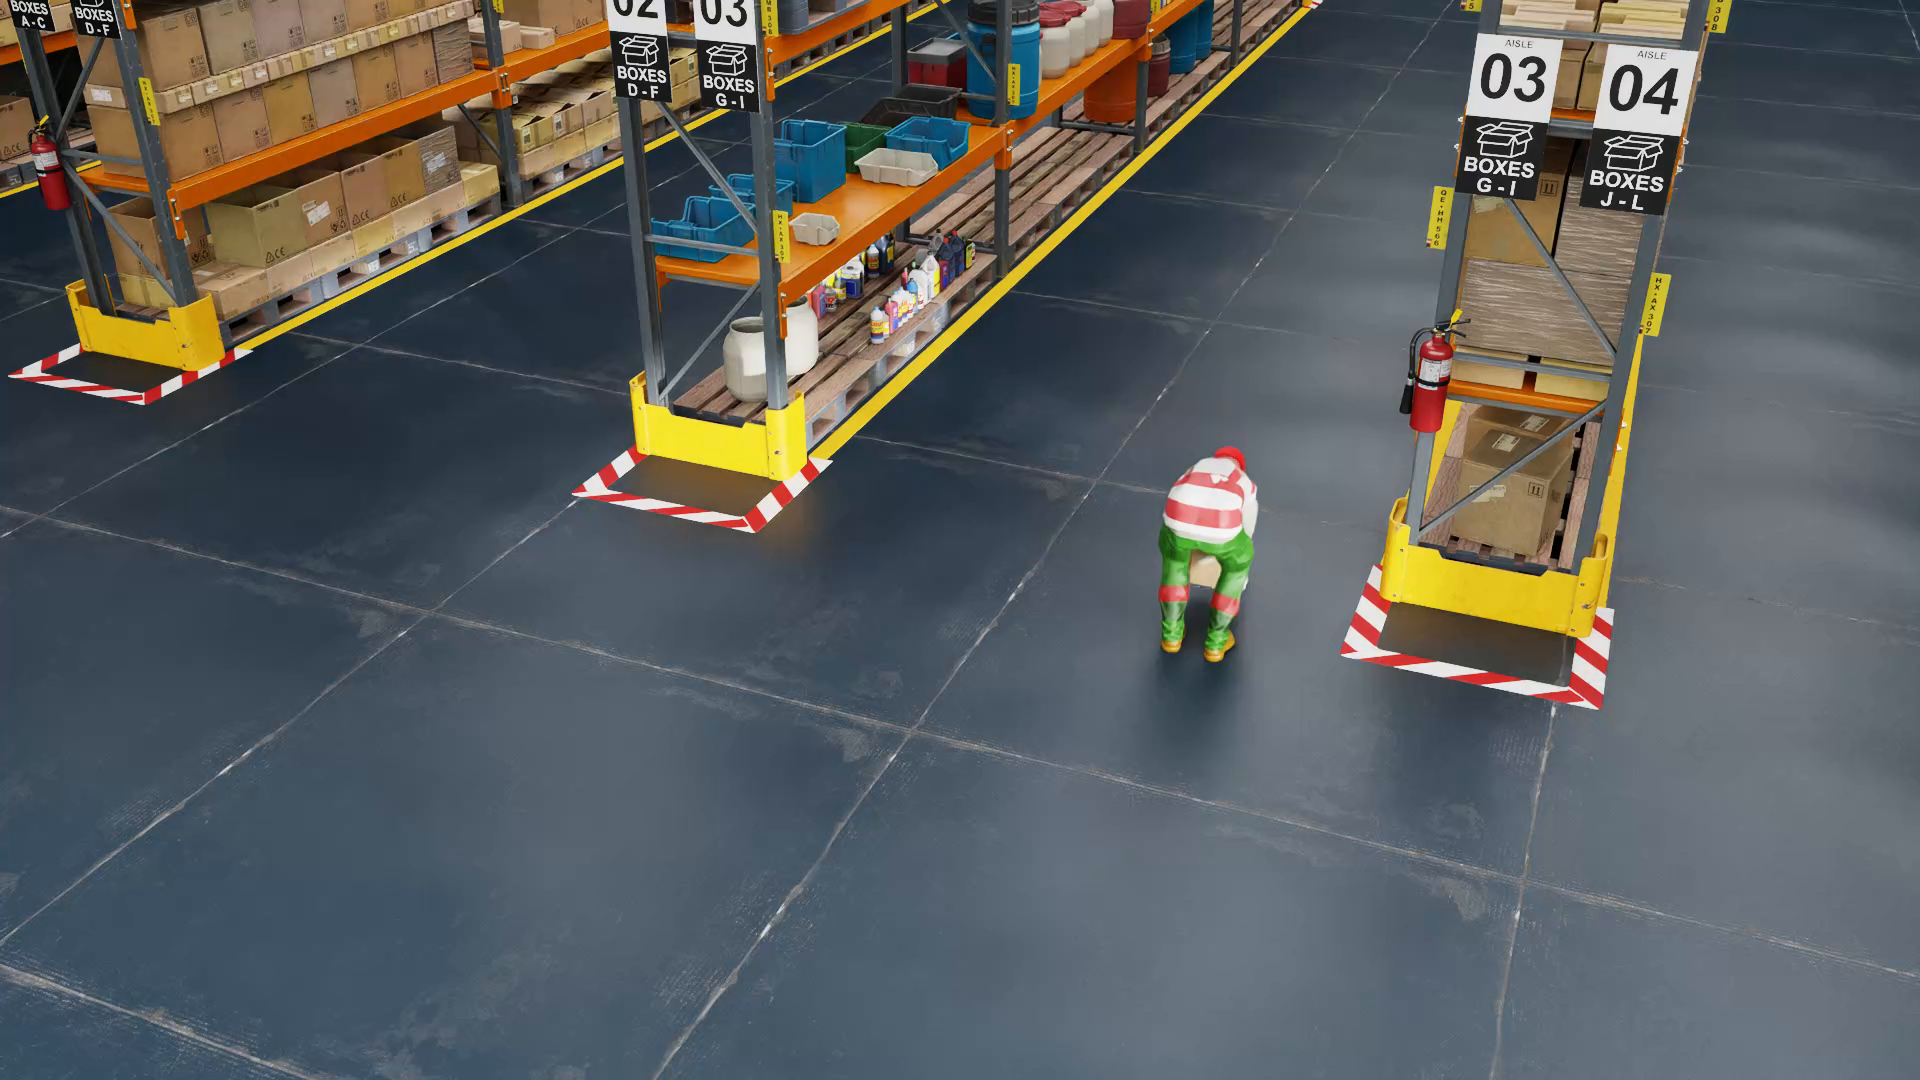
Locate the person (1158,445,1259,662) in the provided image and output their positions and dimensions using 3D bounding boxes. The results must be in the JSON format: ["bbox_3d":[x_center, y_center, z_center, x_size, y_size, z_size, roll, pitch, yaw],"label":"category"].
[{"bbox_3d":[1.368,0.020,9.077,0.517,1.060,0.962,10,31,17],"label":"person"}]
